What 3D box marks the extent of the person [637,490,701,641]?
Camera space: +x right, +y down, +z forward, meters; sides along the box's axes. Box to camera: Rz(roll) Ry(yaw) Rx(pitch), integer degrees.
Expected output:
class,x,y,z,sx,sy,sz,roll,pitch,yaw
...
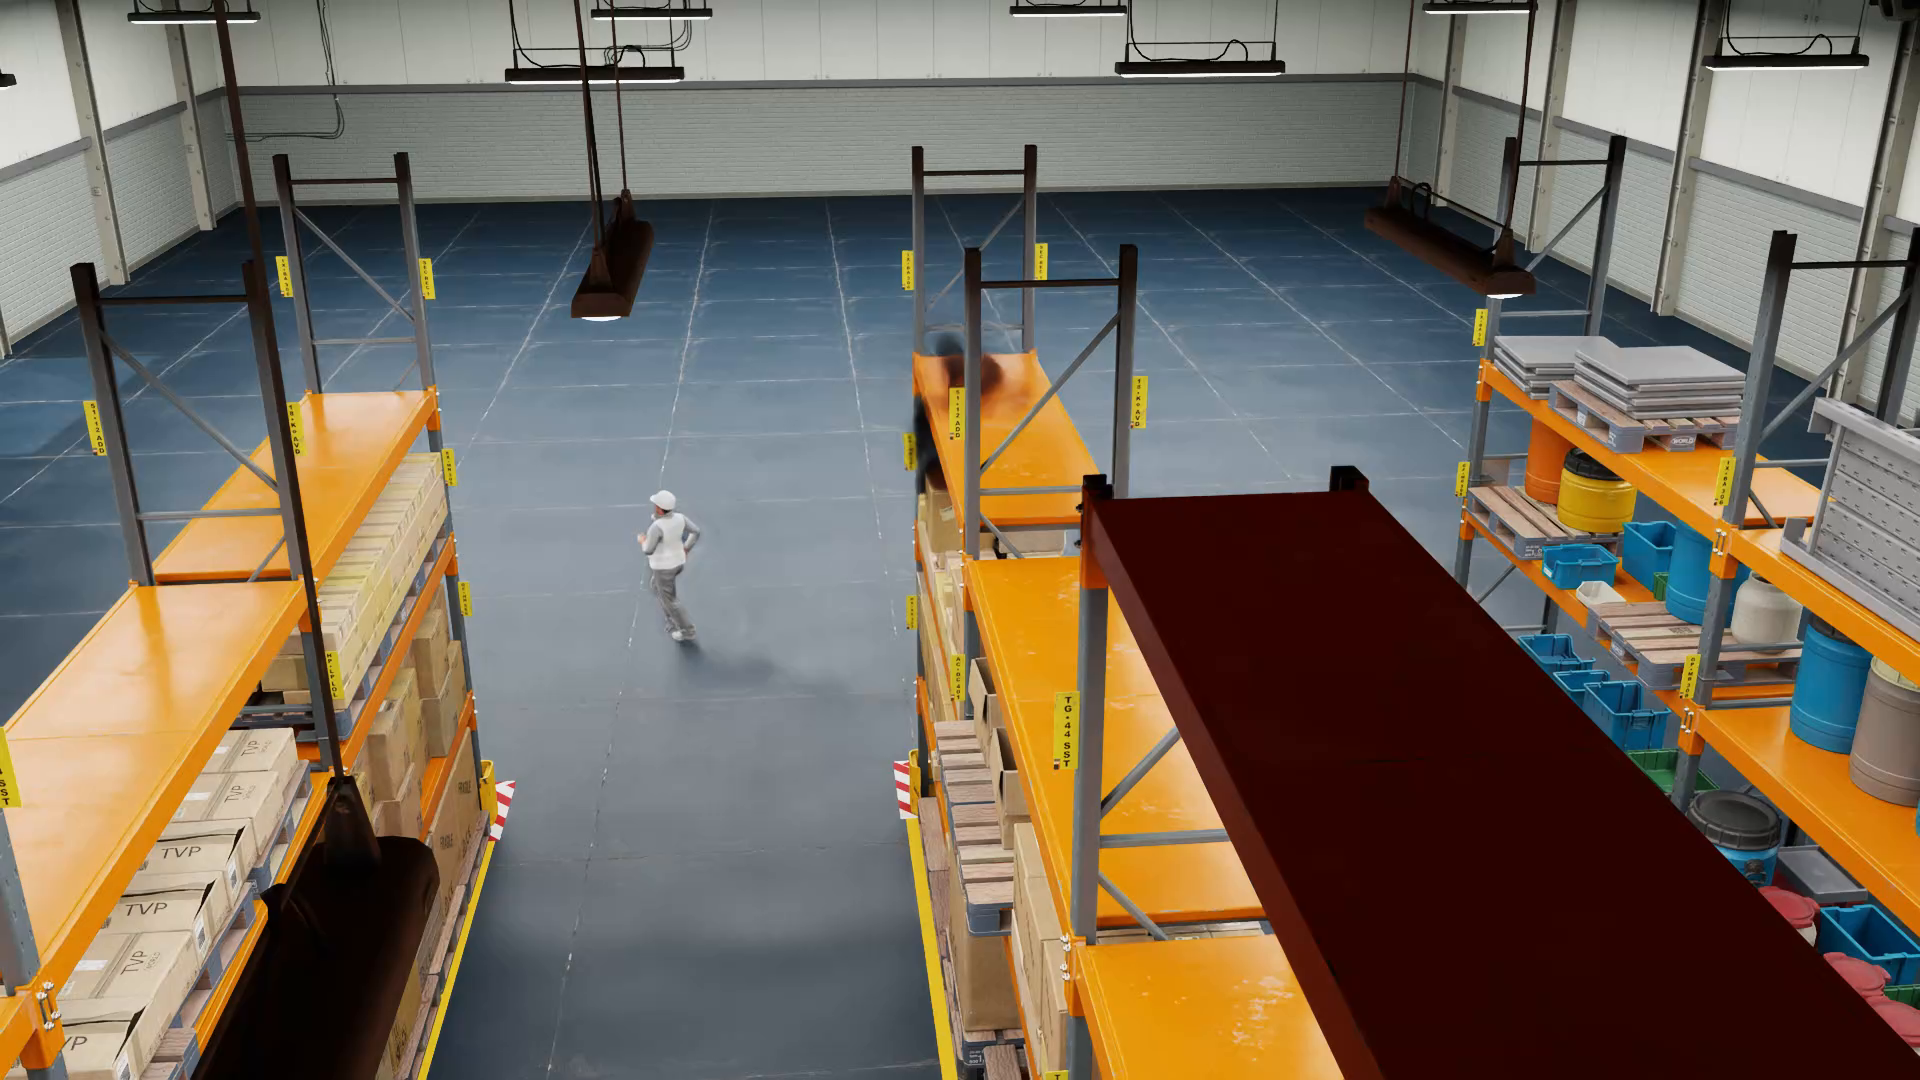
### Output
class,x,y,z,sx,sy,sz,roll,pitch,yaw
person,-3.260,0.293,18.519,0.730,1.810,0.625,9,23,22
